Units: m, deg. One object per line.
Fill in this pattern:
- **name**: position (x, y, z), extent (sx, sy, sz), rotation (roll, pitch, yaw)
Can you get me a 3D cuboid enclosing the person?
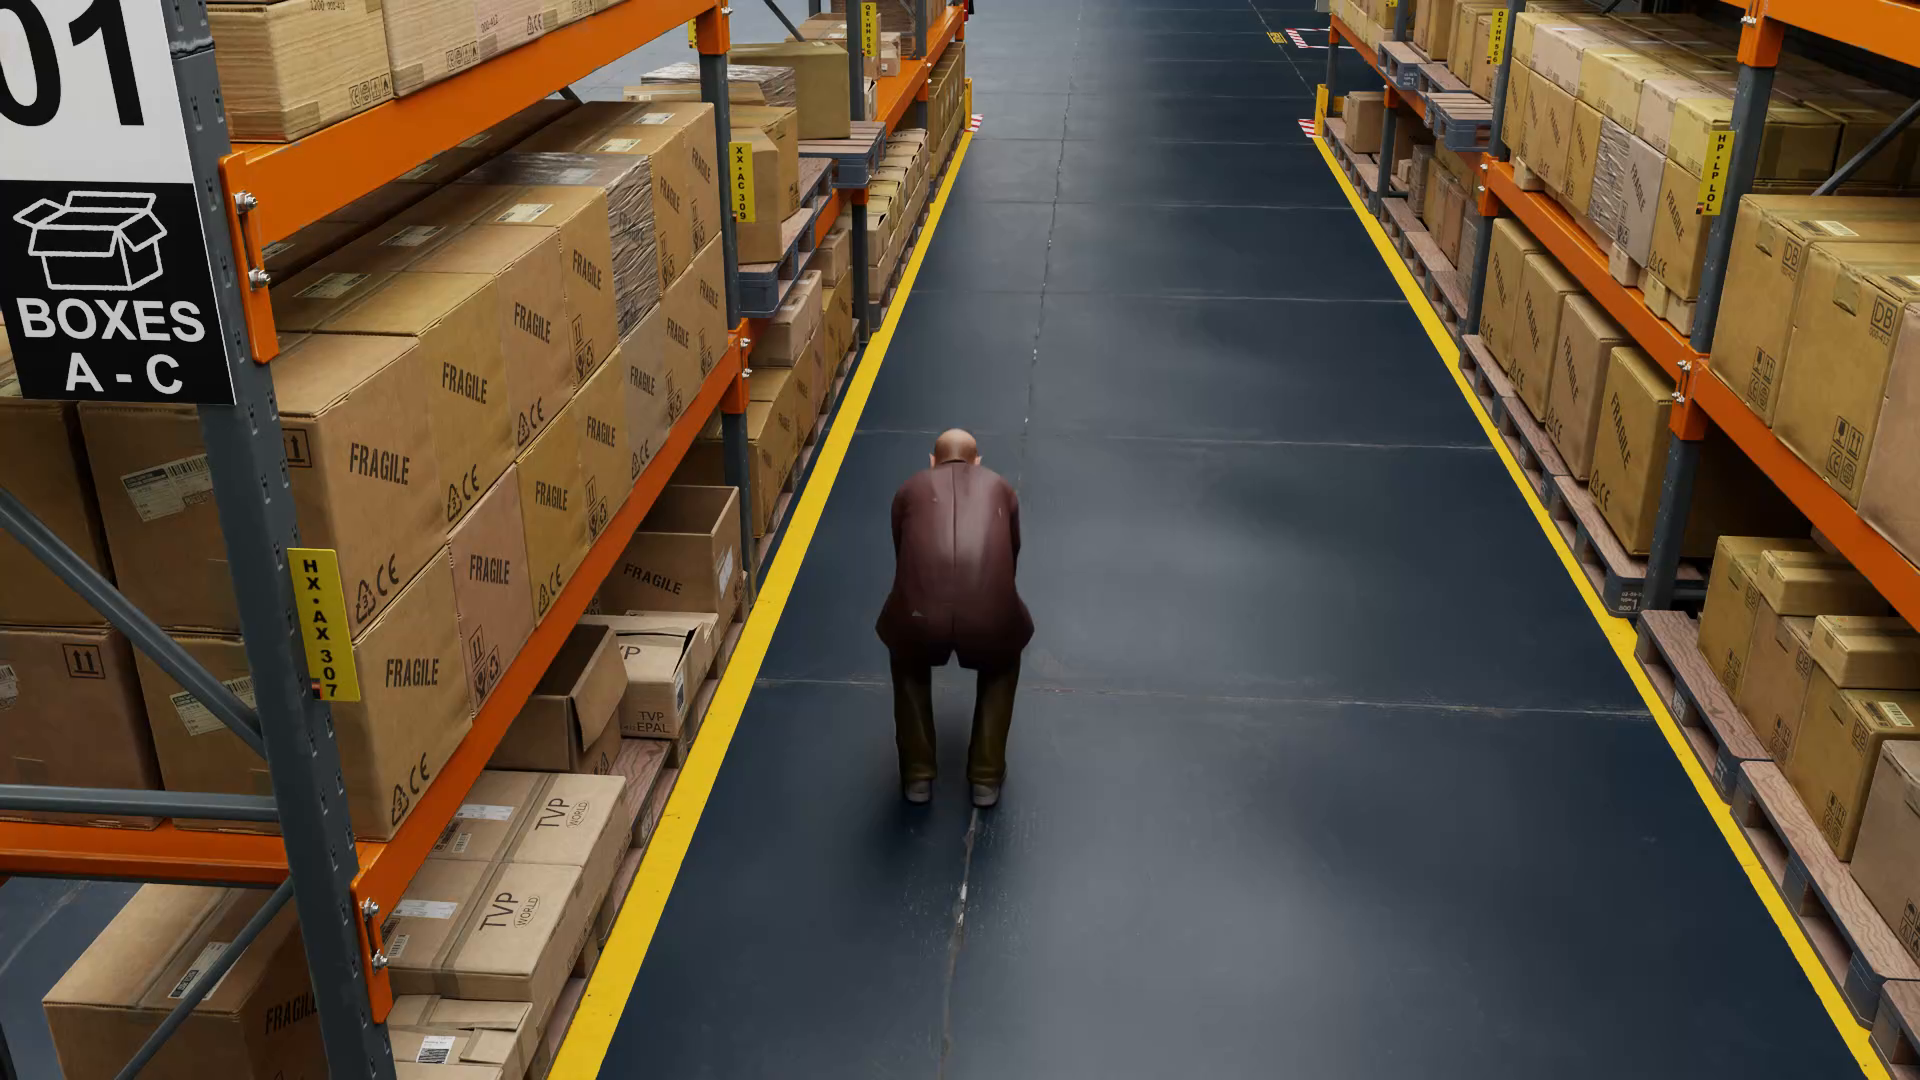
- **person**: position (-0.013, 0.299, 6.195), extent (0.579, 1.173, 0.928), rotation (1, 24, 2)
